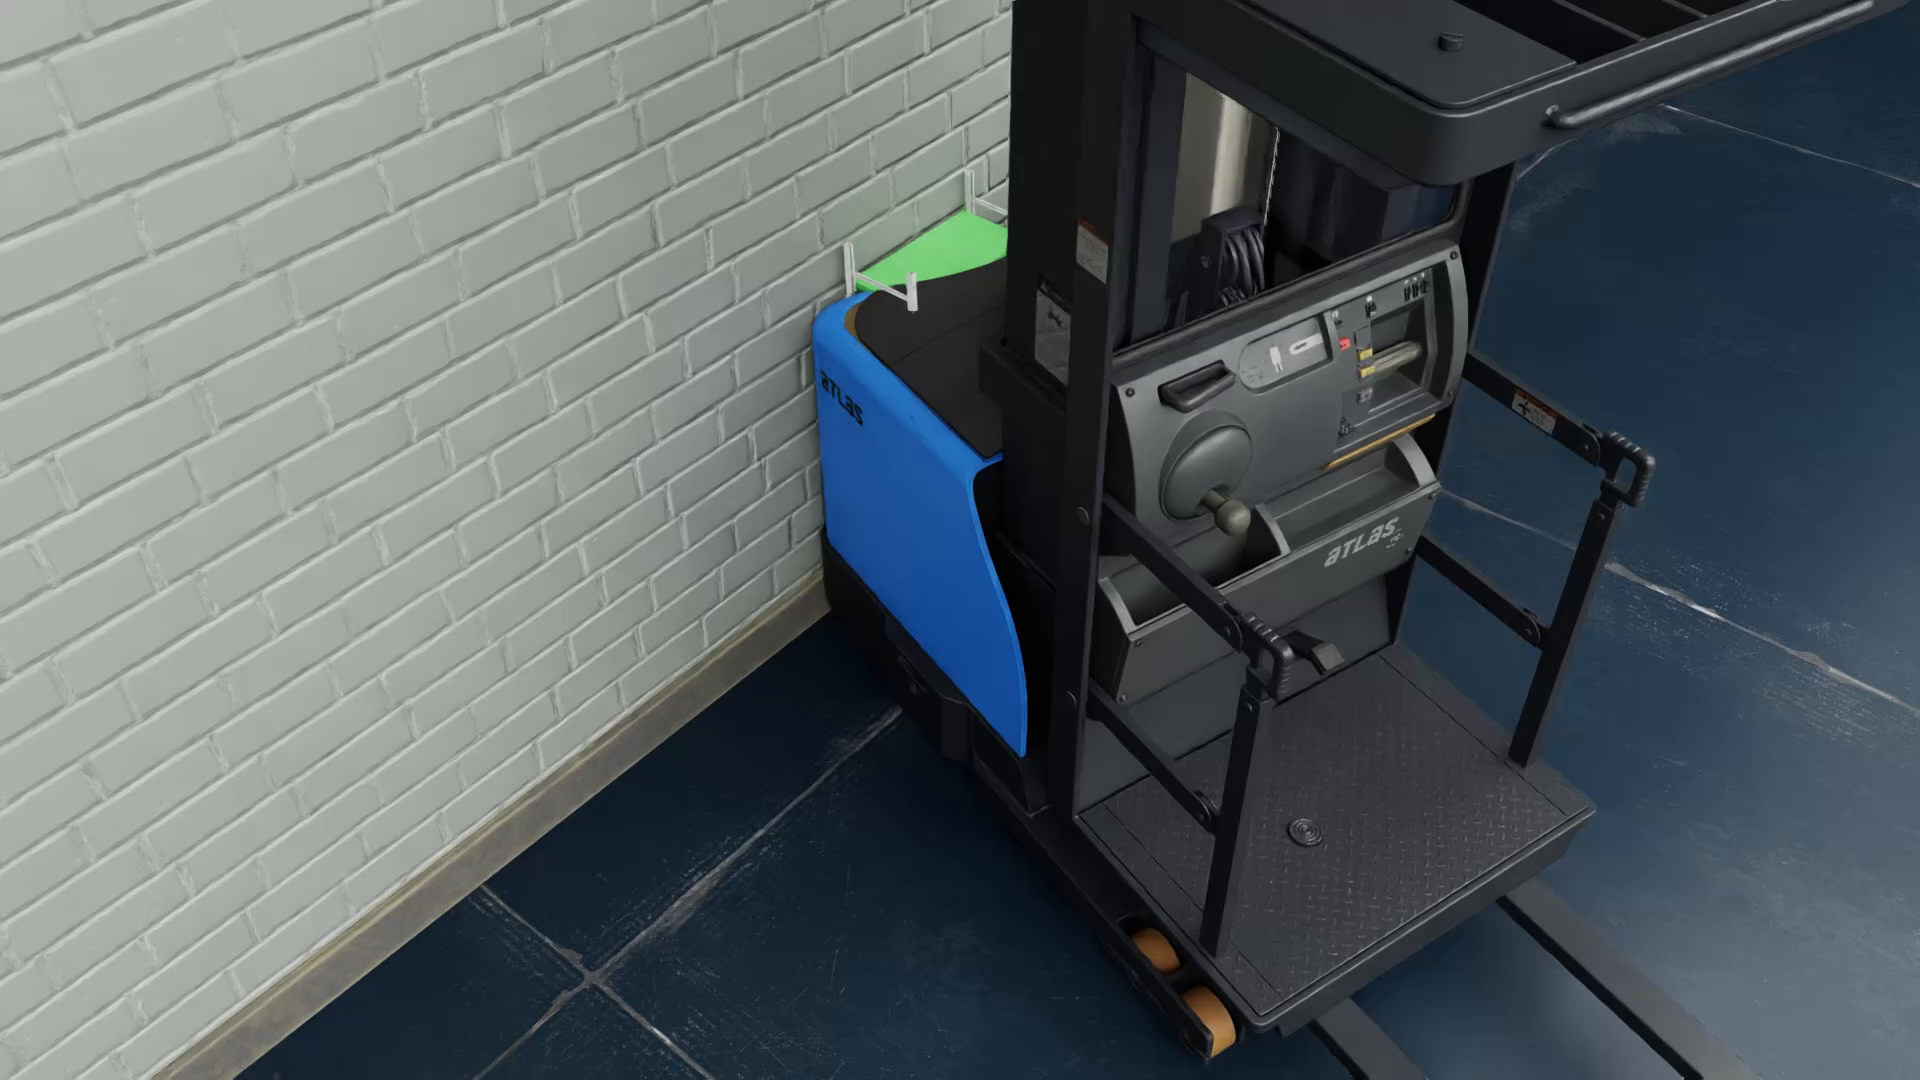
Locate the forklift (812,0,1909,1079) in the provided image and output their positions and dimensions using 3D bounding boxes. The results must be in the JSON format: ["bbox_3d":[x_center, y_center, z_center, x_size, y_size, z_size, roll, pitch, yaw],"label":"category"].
[{"bbox_3d":[0.829,-0.240,3.335,1.130,2.935,3.031,-24,47,-24],"label":"forklift"}]

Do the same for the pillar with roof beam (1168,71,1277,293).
[{"bbox_3d":[4.083,-2.074,0.842,9.100,9.000,0.400,29,50,28],"label":"pillar with roof beam"}]

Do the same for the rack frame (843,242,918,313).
[{"bbox_3d":[-0.198,-0.272,4.649,0.240,1.200,0.015,29,50,29],"label":"rack frame"}]

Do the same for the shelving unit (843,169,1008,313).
[{"bbox_3d":[-0.040,-0.397,4.787,0.258,1.200,0.503,29,50,29],"label":"shelving unit"}]

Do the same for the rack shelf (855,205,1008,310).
[{"bbox_3d":[-0.046,-0.708,4.511,0.258,0.148,0.480,29,50,29],"label":"rack shelf"}]

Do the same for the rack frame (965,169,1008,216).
[{"bbox_3d":[0.118,-0.522,4.924,0.240,1.200,0.015,29,50,29],"label":"rack frame"}]
